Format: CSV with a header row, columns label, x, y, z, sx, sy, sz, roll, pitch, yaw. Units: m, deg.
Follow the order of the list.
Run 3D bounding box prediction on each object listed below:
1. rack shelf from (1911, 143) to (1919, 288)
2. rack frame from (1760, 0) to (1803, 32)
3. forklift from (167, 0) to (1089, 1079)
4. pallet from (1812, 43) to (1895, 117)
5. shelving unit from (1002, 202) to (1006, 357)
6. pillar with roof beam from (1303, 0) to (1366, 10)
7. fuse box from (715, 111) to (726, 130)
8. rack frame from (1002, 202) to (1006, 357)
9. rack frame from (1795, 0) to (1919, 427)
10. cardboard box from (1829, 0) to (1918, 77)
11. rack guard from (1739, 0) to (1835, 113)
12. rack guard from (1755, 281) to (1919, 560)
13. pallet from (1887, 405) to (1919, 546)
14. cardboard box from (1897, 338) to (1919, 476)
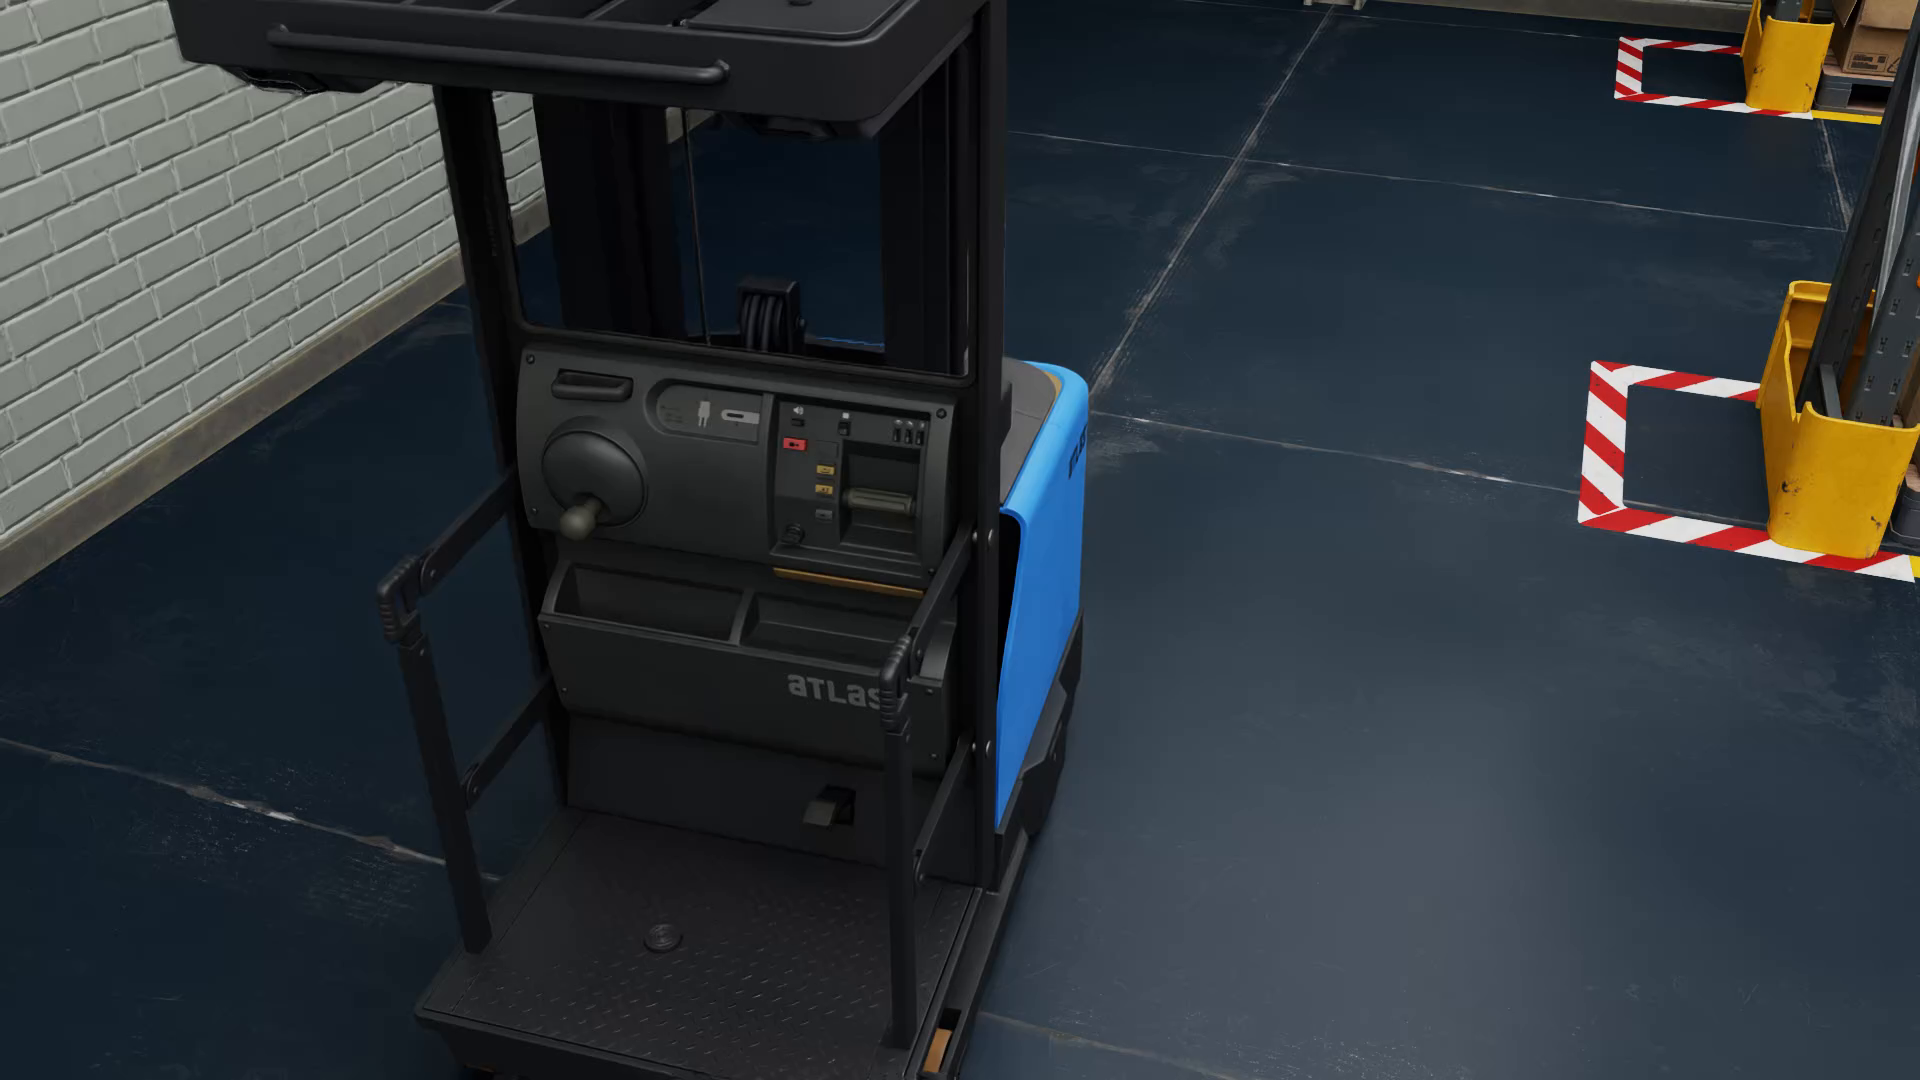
label,x,y,z,sx,sy,sz,roll,pitch,yaw
rack shelf,5.050,-0.840,4.949,4.000,0.370,1.077,11,34,16
rack frame,4.838,-4.043,9.247,0.127,3.000,1.000,11,34,16
forklift,-0.522,-0.097,3.198,1.130,2.935,3.031,8,34,13
pallet,5.661,-2.712,9.757,1.213,0.211,1.003,11,34,16
shelving unit,0.014,-0.501,5.420,0.189,1.200,0.258,11,34,16
pillar with roof beam,1.152,-5.319,5.692,0.400,9.000,9.100,11,34,16
fuse box,-1.303,-3.033,8.870,0.414,1.711,0.539,11,34,16
rack frame,0.100,-0.485,5.395,0.006,1.200,0.240,11,34,16
rack frame,3.167,-1.508,5.320,0.127,3.000,1.000,11,34,16
cardboard box,5.382,-3.011,9.562,0.637,0.503,0.797,10,34,15
rack guard,4.910,-2.979,9.903,0.348,0.500,1.175,11,34,16
rack guard,3.145,-0.462,6.005,0.348,0.500,1.175,11,34,16
pallet,3.946,-0.230,5.912,1.213,0.211,1.003,11,34,16
cardboard box,3.822,-0.538,5.793,0.875,0.438,0.875,10,34,15
